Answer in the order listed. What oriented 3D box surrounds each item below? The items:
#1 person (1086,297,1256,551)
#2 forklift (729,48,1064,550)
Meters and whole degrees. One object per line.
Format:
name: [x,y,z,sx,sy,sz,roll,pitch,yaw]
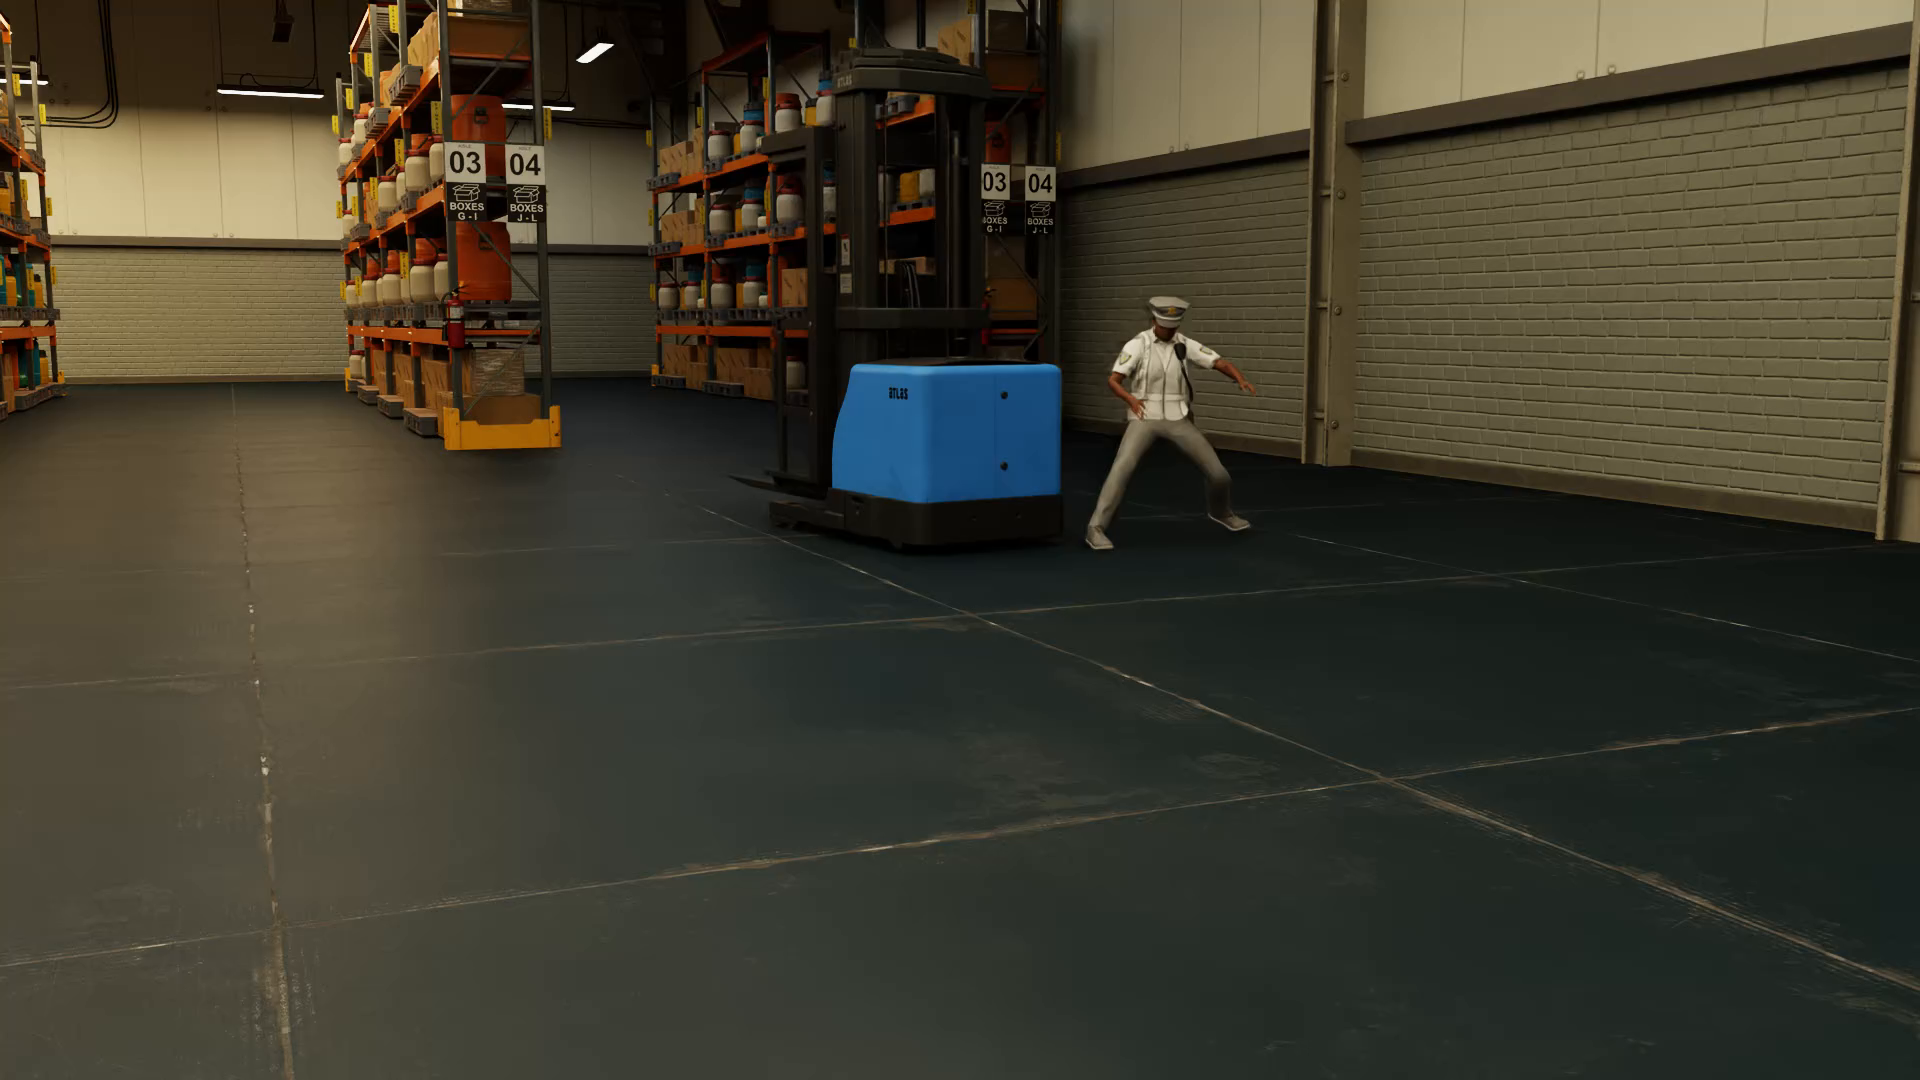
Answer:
person: [1.296,-0.727,10.040,1.175,1.472,0.892,-1,8,-8]
forklift: [-0.587,-1.550,10.694,1.130,2.935,3.031,-5,9,-31]
